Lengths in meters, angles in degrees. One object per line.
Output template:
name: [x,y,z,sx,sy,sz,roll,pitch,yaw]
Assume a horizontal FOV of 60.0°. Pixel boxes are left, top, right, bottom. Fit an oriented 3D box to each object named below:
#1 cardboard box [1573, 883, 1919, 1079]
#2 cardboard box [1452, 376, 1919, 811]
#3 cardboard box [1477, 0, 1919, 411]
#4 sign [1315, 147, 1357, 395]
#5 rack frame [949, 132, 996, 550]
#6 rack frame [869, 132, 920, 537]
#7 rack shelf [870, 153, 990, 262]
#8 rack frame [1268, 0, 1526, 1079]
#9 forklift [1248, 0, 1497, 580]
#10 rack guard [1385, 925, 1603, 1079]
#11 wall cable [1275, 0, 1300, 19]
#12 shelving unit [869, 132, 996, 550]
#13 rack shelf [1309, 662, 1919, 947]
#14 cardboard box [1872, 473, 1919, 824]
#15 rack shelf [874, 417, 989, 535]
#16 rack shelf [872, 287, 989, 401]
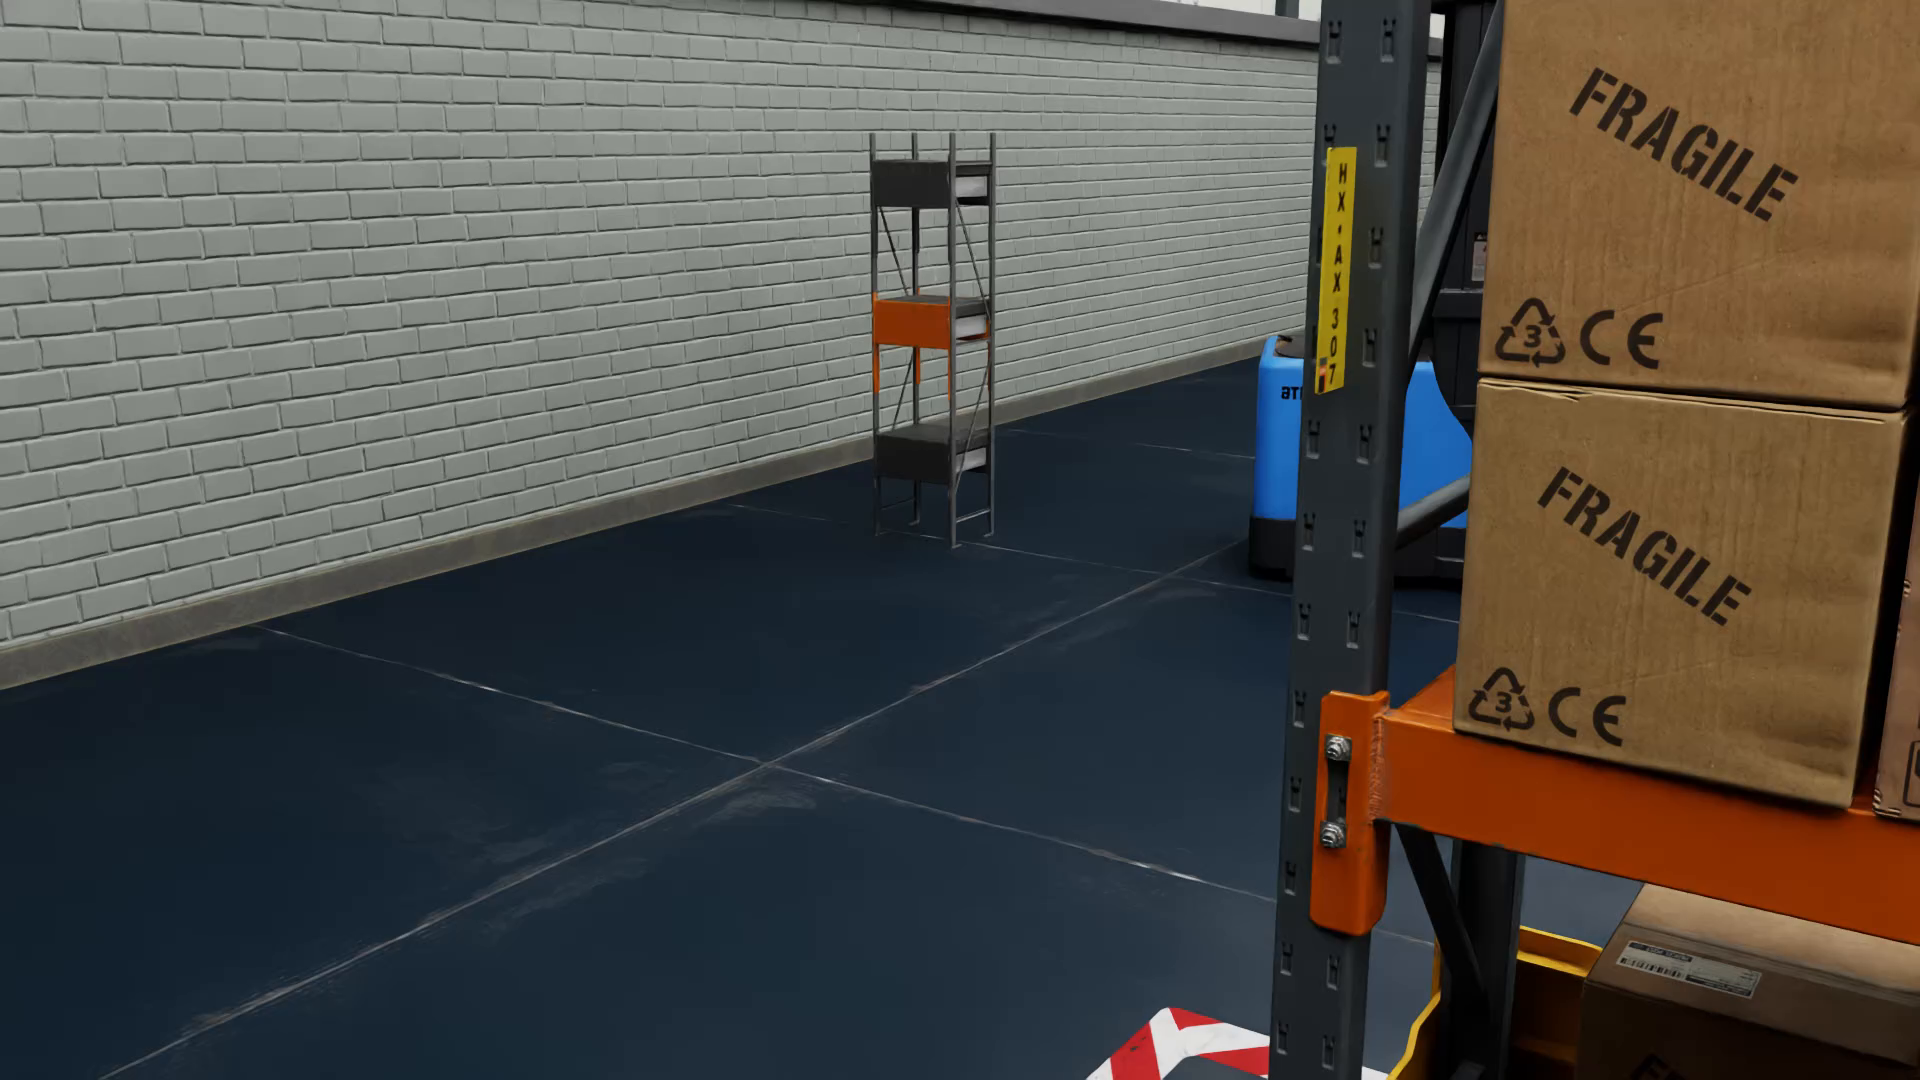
cardboard box: [1.401,0.972,2.942,0.500,0.500,0.500,9,17,33]
cardboard box: [1.033,0.012,2.326,0.500,0.500,0.500,10,17,34]
cardboard box: [1.033,-0.474,2.206,0.500,0.500,0.500,10,17,34]
sign: [0.510,-0.364,2.250,0.005,0.325,0.100,9,17,33]
rack frame: [0.065,-1.009,8.528,0.015,2.100,0.400,9,17,33]
rack frame: [-0.340,-1.074,8.793,0.015,2.100,0.400,9,17,33]
rack shelf: [-0.137,-1.708,8.496,0.480,0.518,0.431,9,17,33]
rack frame: [0.811,-0.051,2.788,0.053,2.616,0.949,9,17,33]
forklift: [2.971,-1.272,7.860,3.031,2.935,1.130,3,14,12]
rack guard: [0.875,1.172,3.050,0.348,0.500,1.175,9,17,33]
wall cable: [3.576,-7.946,15.500,0.120,5.999,2.277,9,17,33]
shelving unit: [-0.137,-1.041,8.661,0.503,2.100,0.431,9,17,33]
rack shelf: [2.472,0.565,1.794,4.000,0.370,1.077,9,17,33]
cardboard box: [1.465,0.080,2.051,0.500,0.500,0.500,9,17,32]
rack shelf: [-0.137,-0.349,8.832,0.480,0.518,0.431,9,17,33]
rack shelf: [-0.137,-1.028,8.664,0.480,0.518,0.431,9,17,33]
